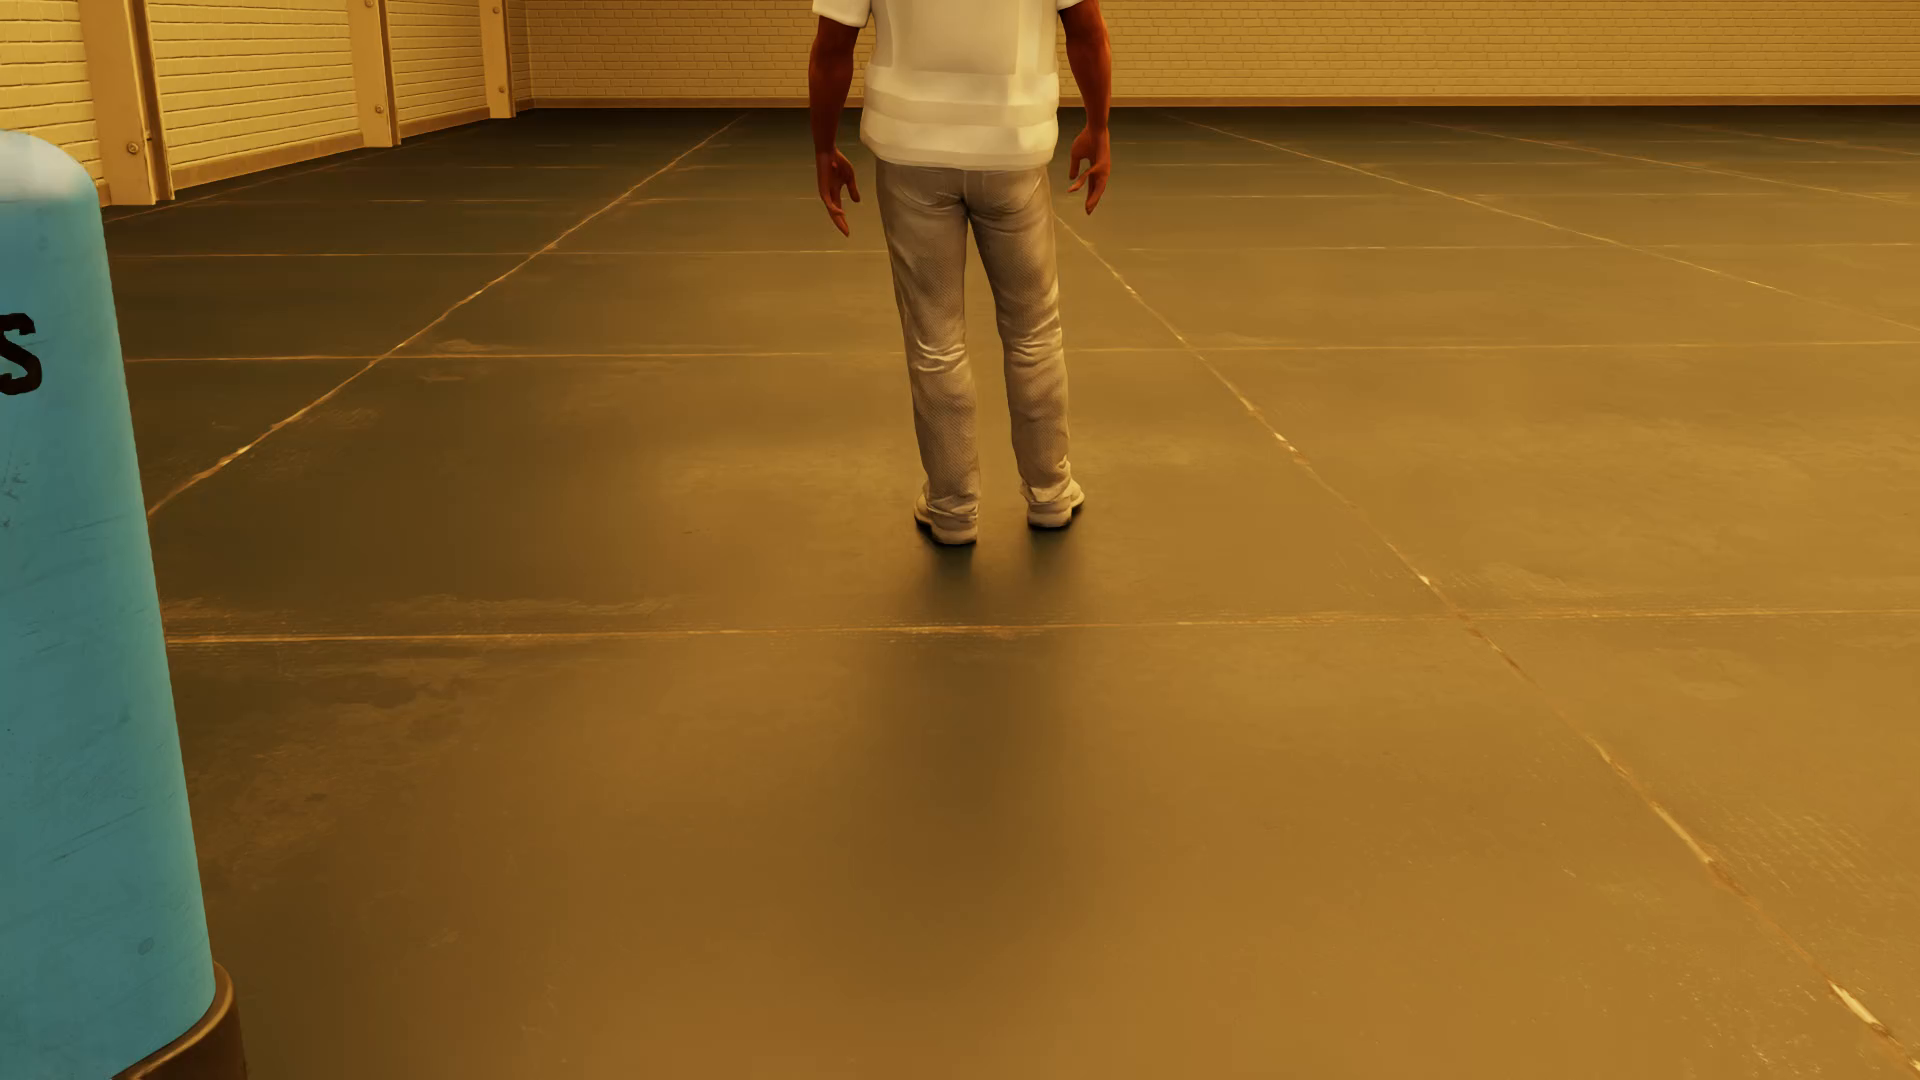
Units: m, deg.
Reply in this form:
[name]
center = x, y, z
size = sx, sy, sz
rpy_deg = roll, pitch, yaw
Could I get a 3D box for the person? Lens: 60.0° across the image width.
[person]
center = 0.002, -0.872, 3.725
size = 0.665, 1.768, 0.575
rpy_deg = -1, 17, -3
